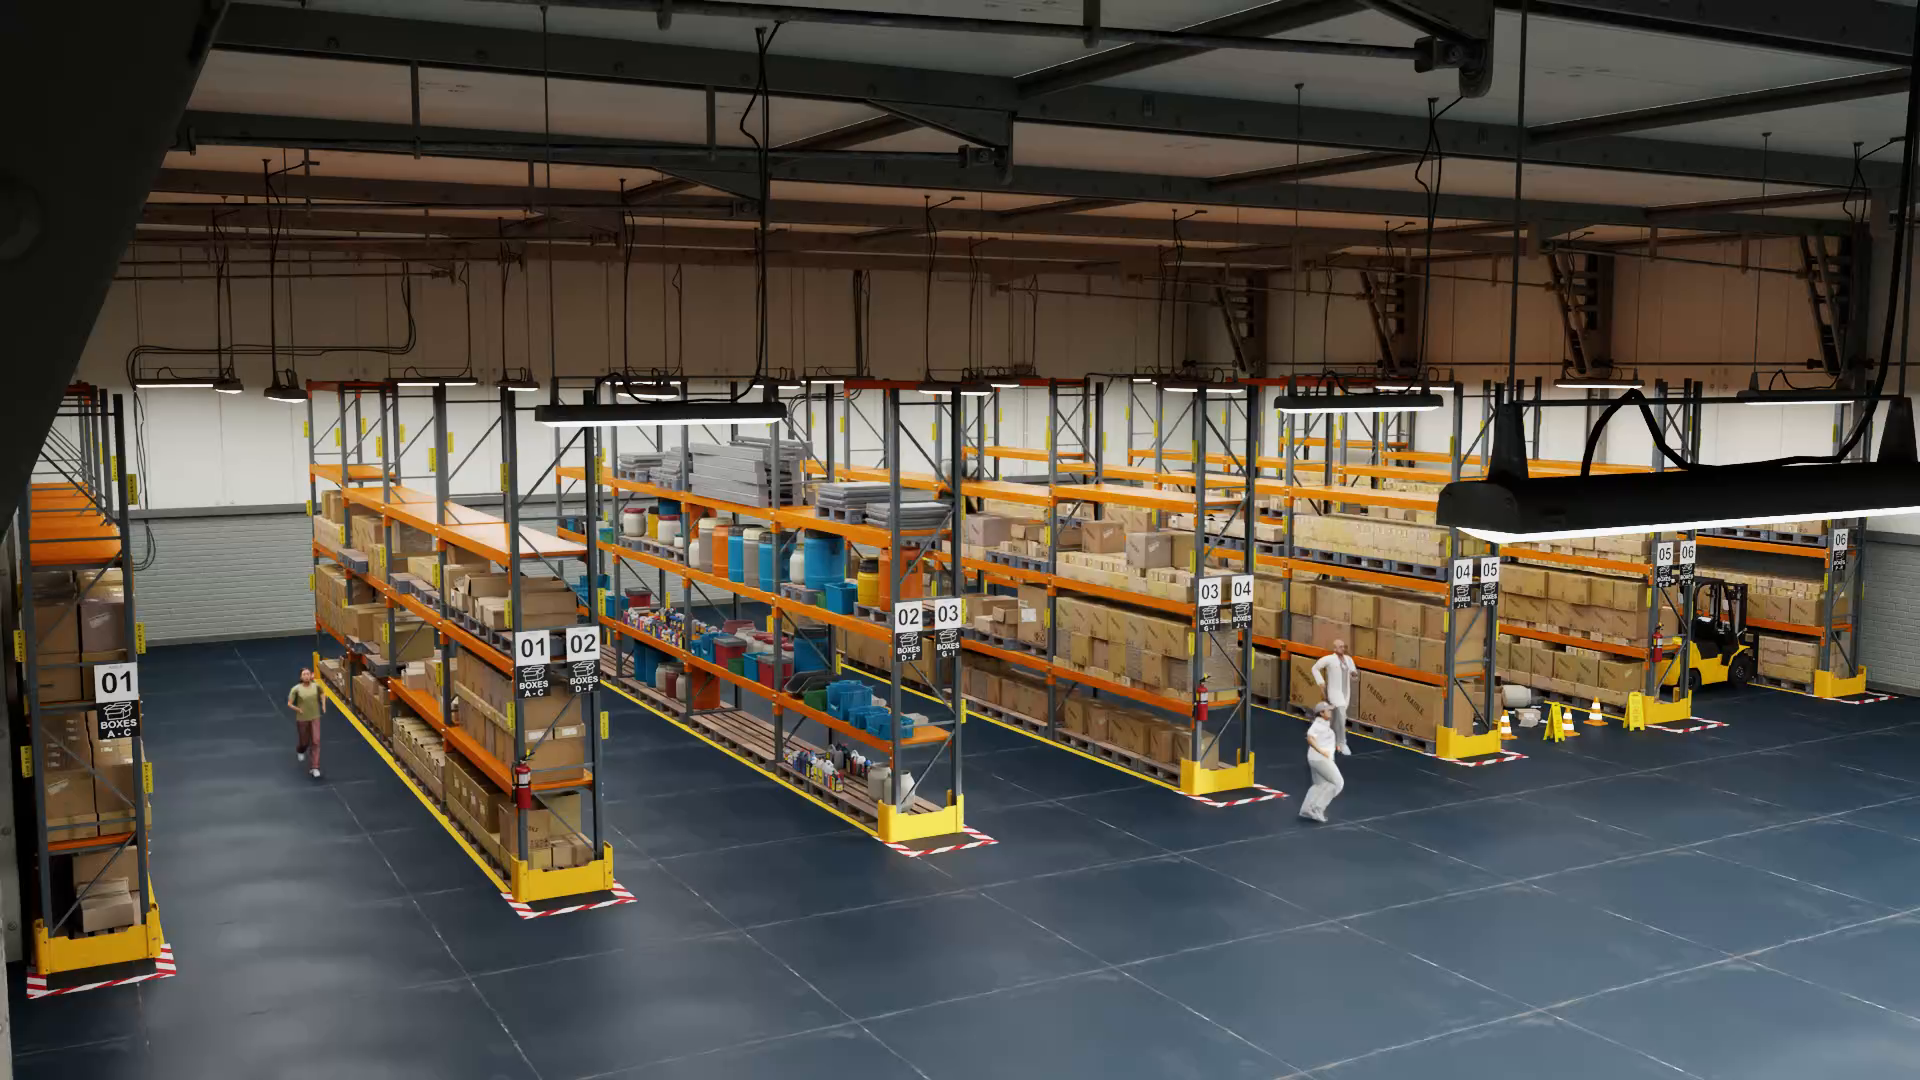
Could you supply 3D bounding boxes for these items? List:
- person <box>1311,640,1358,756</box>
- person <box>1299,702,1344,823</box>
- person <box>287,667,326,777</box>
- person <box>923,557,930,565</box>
[{"bbox_3d":[6.188,2.592,27.230,0.679,1.748,0.860,-4,7,-30],"label":"person"},{"bbox_3d":[5.018,3.070,23.080,0.594,1.664,0.634,1,6,9],"label":"person"},{"bbox_3d":[-10.080,2.779,25.743,0.592,1.644,0.945,-4,7,-33],"label":"person"},{"bbox_3d":[-0.921,1.242,39.788,0.786,1.772,0.686,0,6,-2],"label":"person"}]
